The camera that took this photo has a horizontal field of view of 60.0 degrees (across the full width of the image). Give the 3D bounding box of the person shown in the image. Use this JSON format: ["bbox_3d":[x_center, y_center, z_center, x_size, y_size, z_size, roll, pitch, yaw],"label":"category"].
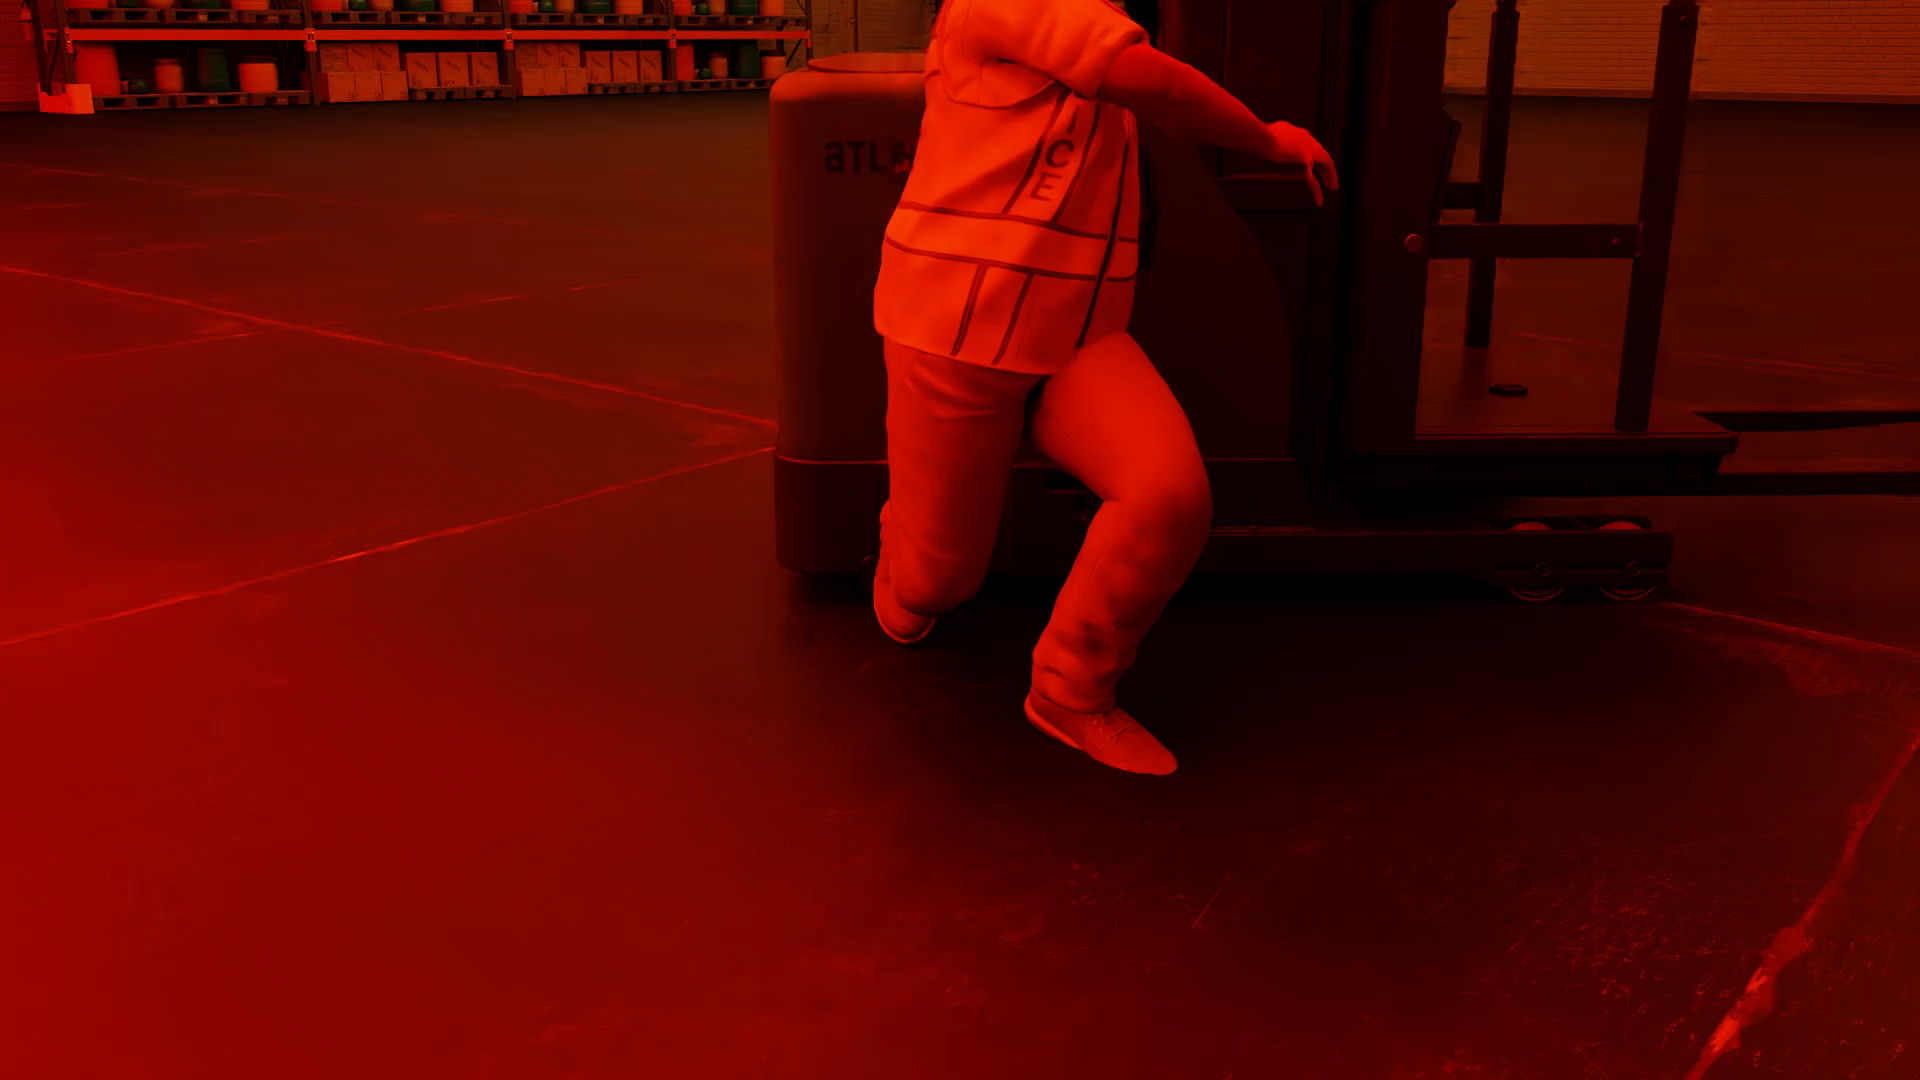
[{"bbox_3d":[0.143,-0.417,2.863,0.682,1.521,0.927,-13,21,-37],"label":"person"}]

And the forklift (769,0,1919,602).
[{"bbox_3d":[1.112,-1.426,3.594,3.031,2.935,1.130,0,17,-2],"label":"forklift"}]
